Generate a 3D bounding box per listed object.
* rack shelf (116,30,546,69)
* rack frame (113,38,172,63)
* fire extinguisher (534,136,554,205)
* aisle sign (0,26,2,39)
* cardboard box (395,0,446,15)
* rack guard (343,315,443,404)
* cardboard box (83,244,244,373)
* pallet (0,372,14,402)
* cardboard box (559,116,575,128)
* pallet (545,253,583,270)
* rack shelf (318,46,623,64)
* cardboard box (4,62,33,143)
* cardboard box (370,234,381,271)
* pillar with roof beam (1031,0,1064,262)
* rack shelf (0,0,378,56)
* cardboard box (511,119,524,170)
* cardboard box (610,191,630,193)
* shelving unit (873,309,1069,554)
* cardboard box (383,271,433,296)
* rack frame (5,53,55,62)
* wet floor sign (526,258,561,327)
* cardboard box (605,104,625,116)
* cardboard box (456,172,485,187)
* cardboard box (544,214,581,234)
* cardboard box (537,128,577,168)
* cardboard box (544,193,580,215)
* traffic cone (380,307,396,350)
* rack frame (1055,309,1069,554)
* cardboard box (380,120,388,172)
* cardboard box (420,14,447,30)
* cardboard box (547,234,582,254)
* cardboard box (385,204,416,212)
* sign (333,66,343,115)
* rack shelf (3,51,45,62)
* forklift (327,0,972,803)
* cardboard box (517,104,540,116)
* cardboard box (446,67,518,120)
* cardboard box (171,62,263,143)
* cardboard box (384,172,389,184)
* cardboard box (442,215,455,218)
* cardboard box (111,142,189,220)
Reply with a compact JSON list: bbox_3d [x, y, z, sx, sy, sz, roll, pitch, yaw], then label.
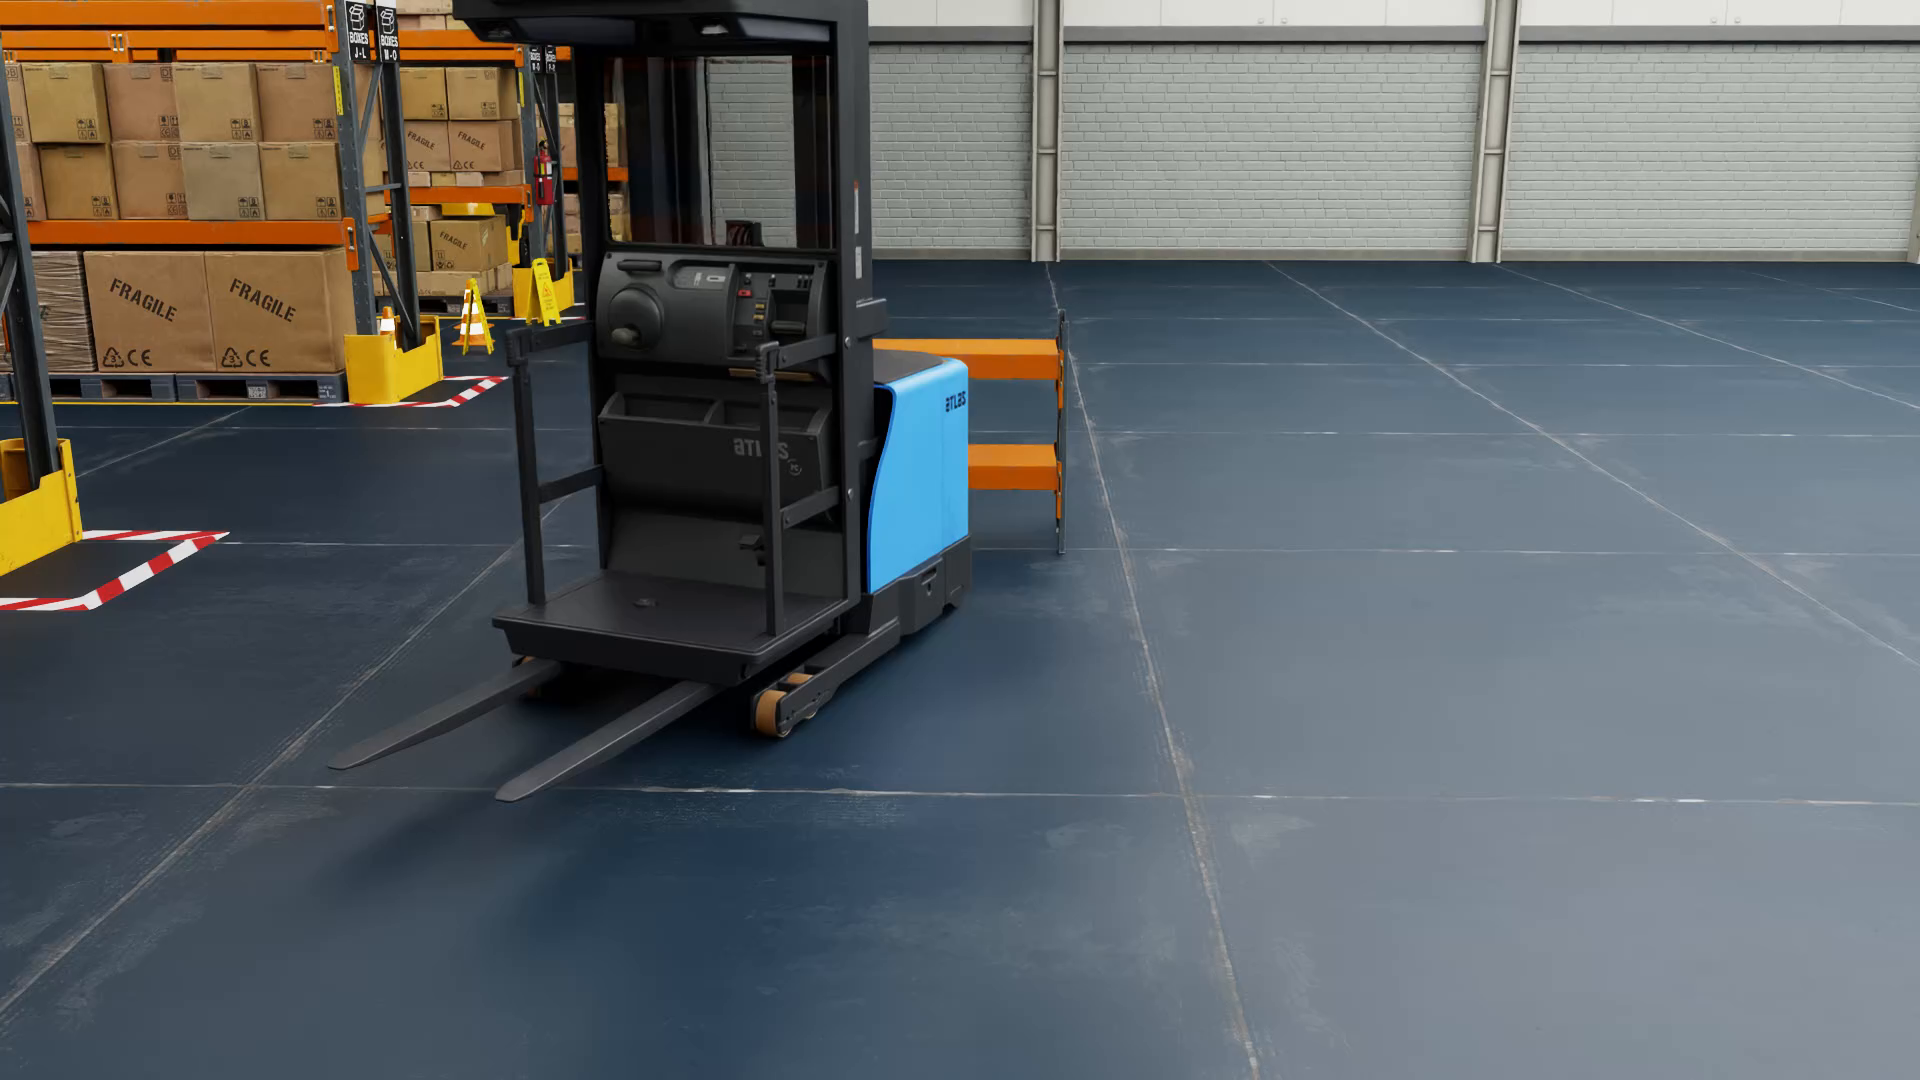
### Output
[{"bbox_3d":[-6.269,-4.965,16.809,4.000,0.370,1.077,0,15,1],"label":"rack shelf"},{"bbox_3d":[-8.268,-3.876,17.150,0.127,3.000,1.000,0,15,1],"label":"rack frame"},{"bbox_3d":[-4.167,-3.694,16.612,0.183,0.674,0.296,0,15,1],"label":"fire extinguisher"},{"bbox_3d":[-4.453,-2.655,7.429,0.004,0.787,0.394,0,15,1],"label":"aisle sign"},{"bbox_3d":[-5.290,-5.313,16.428,0.500,0.250,0.500,0,15,1],"label":"cardboard box"},{"bbox_3d":[-4.271,-1.378,12.582,0.348,0.500,1.175,0,15,1],"label":"rack guard"},{"bbox_3d":[-5.854,-1.755,12.454,0.875,0.875,0.875,0,15,1],"label":"cardboard box"},{"bbox_3d":[-7.535,-1.239,12.624,1.213,0.211,1.003,0,15,1],"label":"pallet"},{"bbox_3d":[-5.014,-5.420,21.534,0.250,0.149,0.380,1,15,2],"label":"cardboard box"},{"bbox_3d":[-4.912,-3.761,22.183,1.213,0.211,1.003,0,15,1],"label":"pallet"},{"bbox_3d":[-6.146,-6.231,21.607,4.000,0.370,1.077,0,15,1],"label":"rack shelf"},{"bbox_3d":[-6.836,-3.184,12.116,0.550,0.550,0.875,0,15,1],"label":"cardboard box"},{"bbox_3d":[-6.103,-3.032,17.049,0.500,0.500,0.500,0,15,0],"label":"cardboard box"},{"bbox_3d":[1.069,-7.114,17.663,0.400,9.000,9.100,0,15,1],"label":"pillar with roof beam"},{"bbox_3d":[-6.294,-3.702,12.022,4.000,0.370,1.077,0,15,1],"label":"rack shelf"},{"bbox_3d":[-4.736,-4.116,17.280,0.500,0.500,0.500,0,15,1],"label":"cardboard box"},{"bbox_3d":[-4.622,-4.524,22.213,0.500,0.250,0.500,0,15,1],"label":"cardboard box"},{"bbox_3d":[-0.007,-0.544,8.197,1.048,1.125,0.538,0,15,1],"label":"shelving unit"},{"bbox_3d":[-5.602,-2.665,17.128,0.500,0.250,0.500,0,15,2],"label":"cardboard box"},{"bbox_3d":[-12.144,-5.168,22.046,0.127,3.000,1.000,0,15,1],"label":"rack frame"},{"bbox_3d":[-4.107,-2.437,16.312,0.232,0.644,0.267,6,16,21],"label":"wet floor sign"},{"bbox_3d":[-4.510,-5.570,21.521,0.250,0.149,0.380,0,15,2],"label":"cardboard box"},{"bbox_3d":[-4.905,-3.649,16.784,0.250,0.149,0.380,0,15,1],"label":"cardboard box"},{"bbox_3d":[-5.142,-4.160,21.815,0.500,0.250,0.500,0,15,1],"label":"cardboard box"},{"bbox_3d":[-5.163,-5.106,21.616,0.500,0.500,0.500,1,15,3],"label":"cardboard box"},{"bbox_3d":[-5.125,-4.398,21.735,0.500,0.250,0.500,1,15,2],"label":"cardboard box"},{"bbox_3d":[-4.789,-1.725,13.973,0.334,0.463,0.336,0,15,1],"label":"traffic cone"},{"bbox_3d":[0.501,-0.541,8.184,0.032,1.125,0.500,0,15,1],"label":"rack frame"},{"bbox_3d":[-5.820,-3.984,16.780,0.500,0.500,0.500,0,15,1],"label":"cardboard box"},{"bbox_3d":[-5.148,-5.113,16.453,0.250,0.149,0.380,1,15,3],"label":"cardboard box"},{"bbox_3d":[-5.121,-3.917,21.874,0.500,0.250,0.500,0,15,1],"label":"cardboard box"},{"bbox_3d":[-5.697,-3.326,16.891,0.250,0.149,0.380,1,15,2],"label":"cardboard box"},{"bbox_3d":[-4.323,-3.123,11.562,0.005,0.325,0.100,0,15,1],"label":"sign"},{"bbox_3d":[-14.143,-6.283,21.805,4.000,0.370,1.077,0,15,1],"label":"rack shelf"},{"bbox_3d":[-0.986,-0.855,5.836,1.130,2.935,3.031,6,16,22],"label":"forklift"},{"bbox_3d":[-5.530,-5.552,21.454,0.250,0.149,0.380,1,15,3],"label":"cardboard box"},{"bbox_3d":[-4.786,-4.473,16.674,0.500,0.500,0.700,0,15,0],"label":"cardboard box"},{"bbox_3d":[-5.217,-3.174,12.078,0.550,0.550,0.875,0,15,1],"label":"cardboard box"},{"bbox_3d":[-5.671,-3.688,16.931,0.250,0.149,0.380,1,15,2],"label":"cardboard box"},{"bbox_3d":[-5.615,-3.164,17.548,0.500,0.500,0.500,0,15,-1],"label":"cardboard box"},{"bbox_3d":[-5.774,-2.684,12.338,0.550,0.550,0.875,0,15,1],"label":"cardboard box"}]
